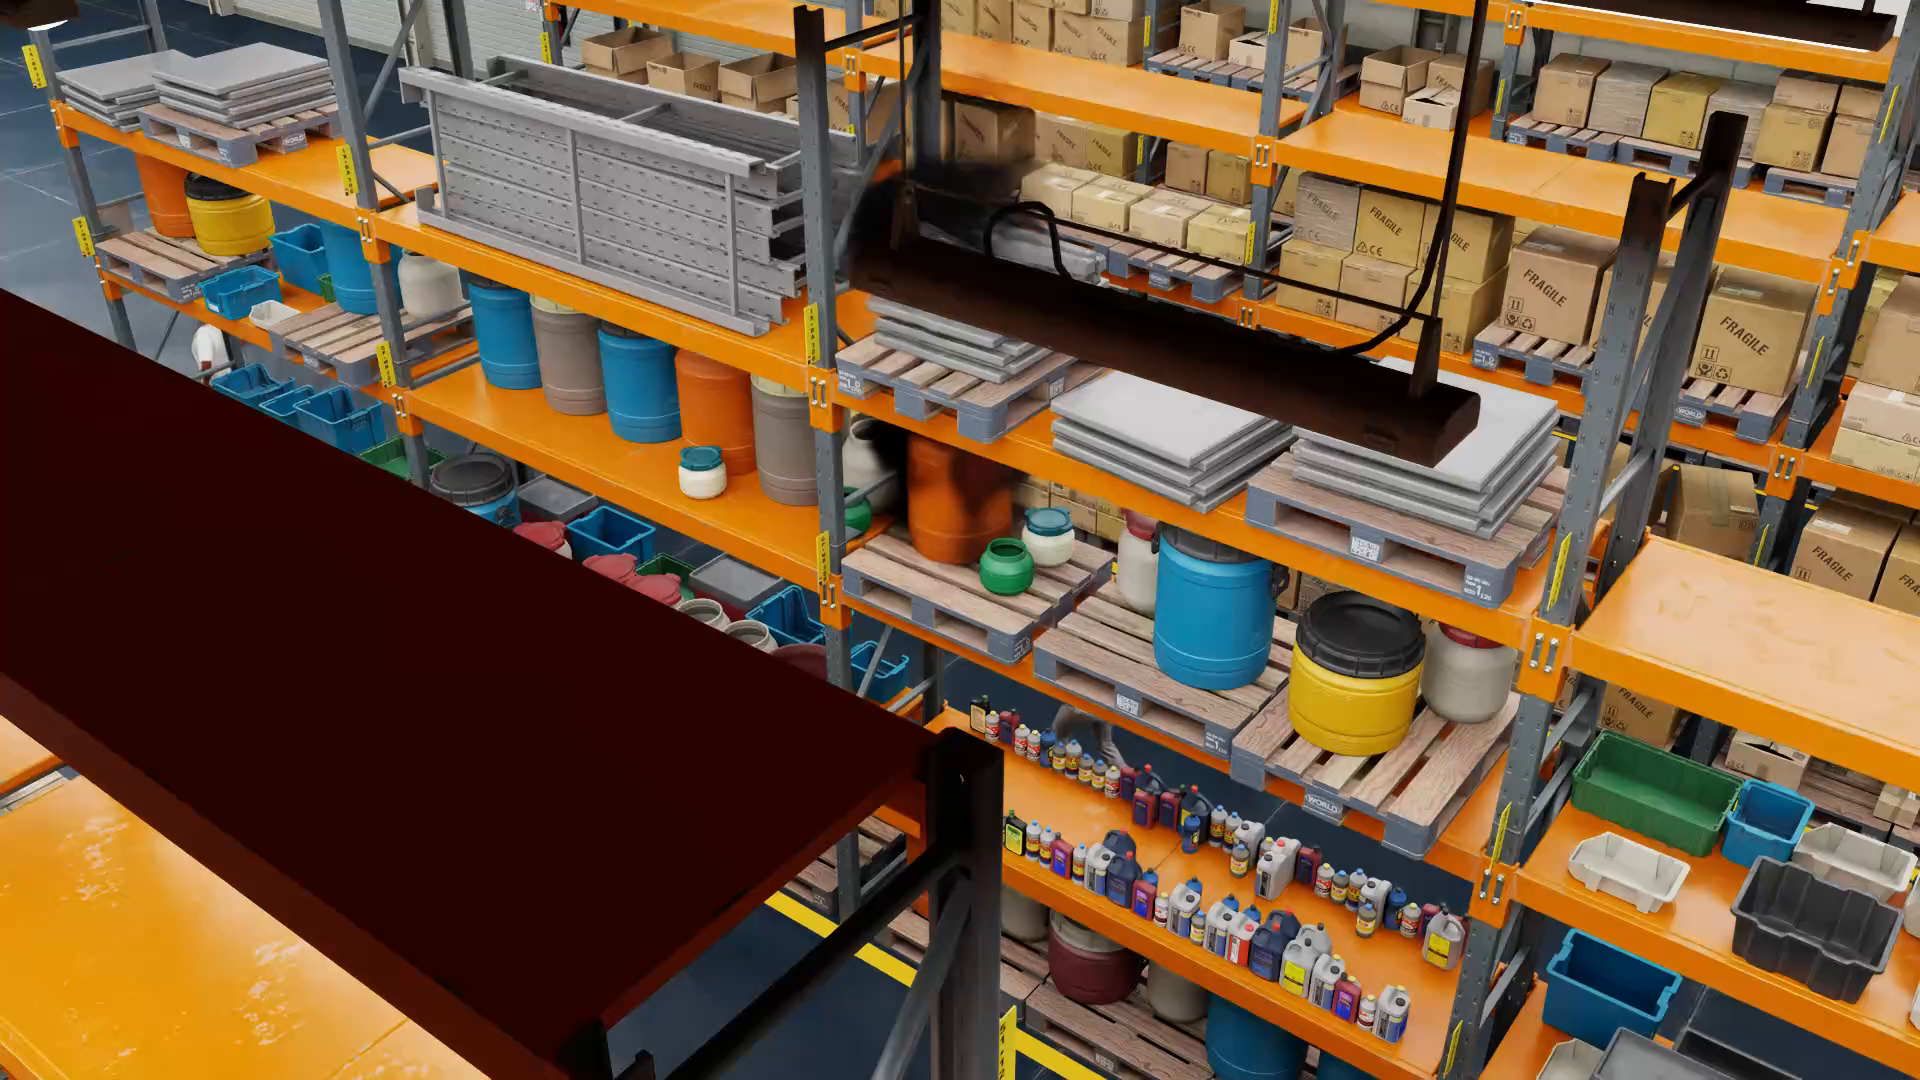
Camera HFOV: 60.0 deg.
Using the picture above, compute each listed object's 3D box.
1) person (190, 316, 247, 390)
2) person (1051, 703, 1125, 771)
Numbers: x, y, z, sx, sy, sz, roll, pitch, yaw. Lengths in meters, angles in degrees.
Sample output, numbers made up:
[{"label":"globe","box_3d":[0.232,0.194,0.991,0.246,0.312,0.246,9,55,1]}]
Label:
[{"label":"person","box_3d":[-7.173,-1.579,16.228,0.657,1.738,0.738,7,32,11]},{"label":"person","box_3d":[0.935,1.176,11.748,0.753,1.753,0.594,23,38,32]}]
